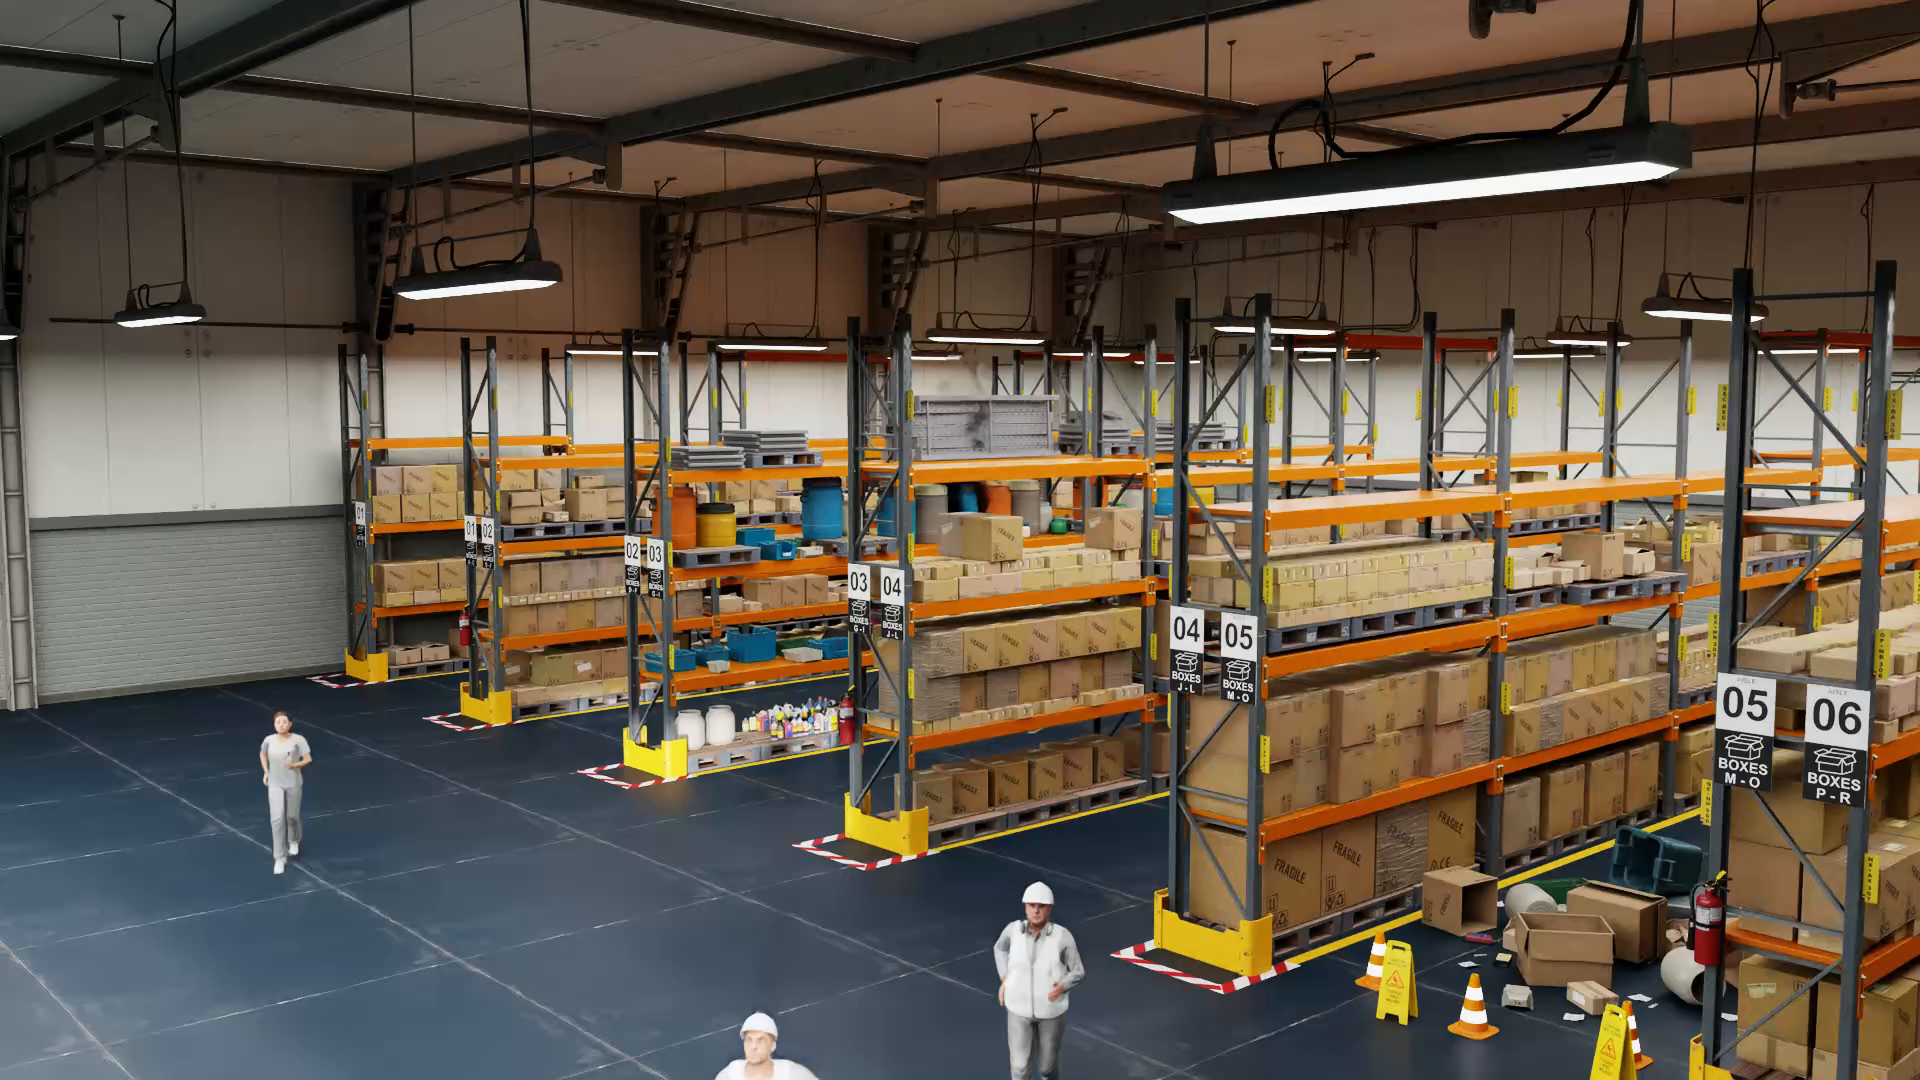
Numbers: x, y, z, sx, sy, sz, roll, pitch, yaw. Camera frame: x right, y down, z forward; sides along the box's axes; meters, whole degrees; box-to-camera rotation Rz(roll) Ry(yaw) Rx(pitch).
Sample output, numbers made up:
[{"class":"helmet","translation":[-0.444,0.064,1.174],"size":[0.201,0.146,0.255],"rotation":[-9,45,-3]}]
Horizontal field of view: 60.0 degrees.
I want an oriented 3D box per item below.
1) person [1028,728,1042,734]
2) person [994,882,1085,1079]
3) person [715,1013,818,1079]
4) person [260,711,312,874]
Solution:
[{"class":"person","translation":[1.146,1.969,23.851],"size":[0.540,1.577,0.526],"rotation":[5,7,44]},{"class":"person","translation":[0.536,3.249,11.540],"size":[0.662,1.779,0.949],"rotation":[1,5,10]},{"class":"person","translation":[-1.080,3.492,9.126],"size":[0.669,1.725,0.825],"rotation":[0,5,3]},{"class":"person","translation":[-7.334,2.692,18.104],"size":[0.553,1.684,0.889],"rotation":[-1,5,-16]}]
